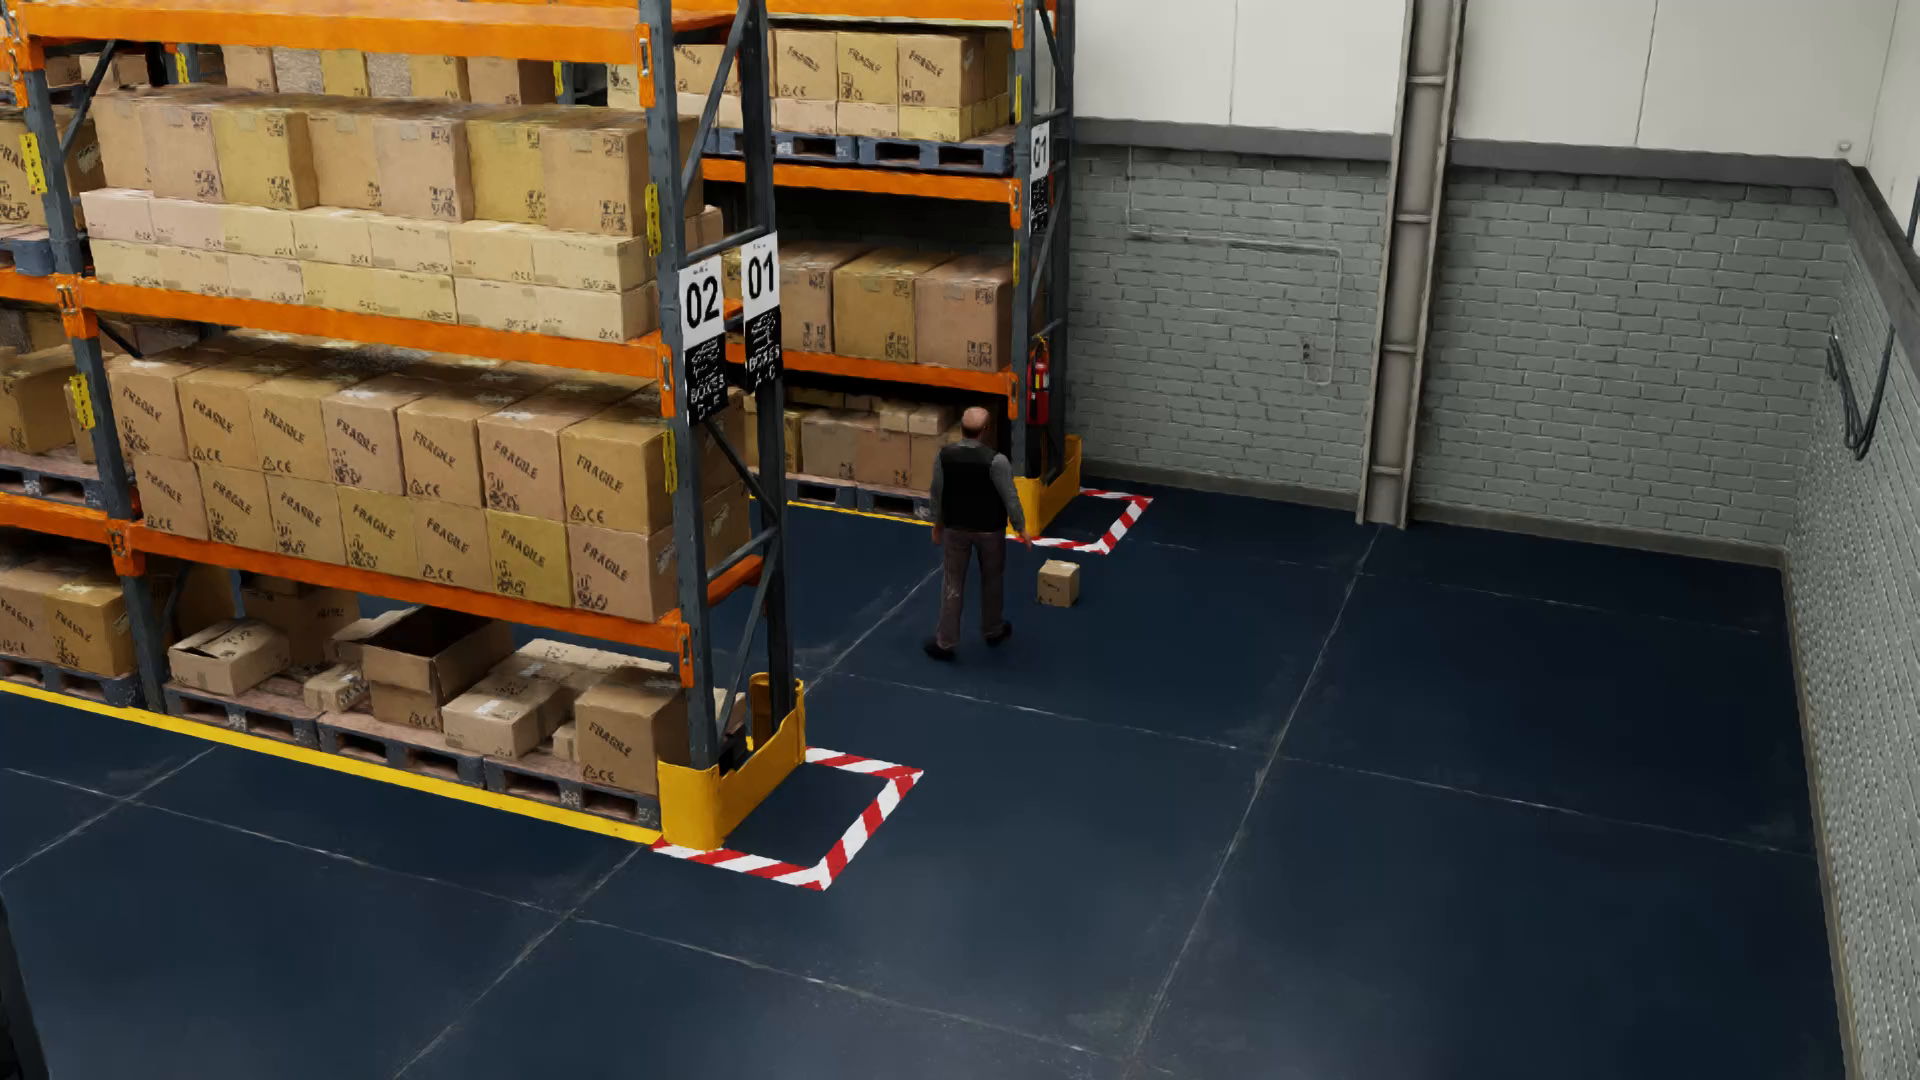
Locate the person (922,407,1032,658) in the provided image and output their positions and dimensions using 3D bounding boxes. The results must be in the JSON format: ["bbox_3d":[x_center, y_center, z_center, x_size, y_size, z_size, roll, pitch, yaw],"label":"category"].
[{"bbox_3d":[0.131,-0.070,11.127,0.738,1.722,0.627,6,23,14],"label":"person"}]
